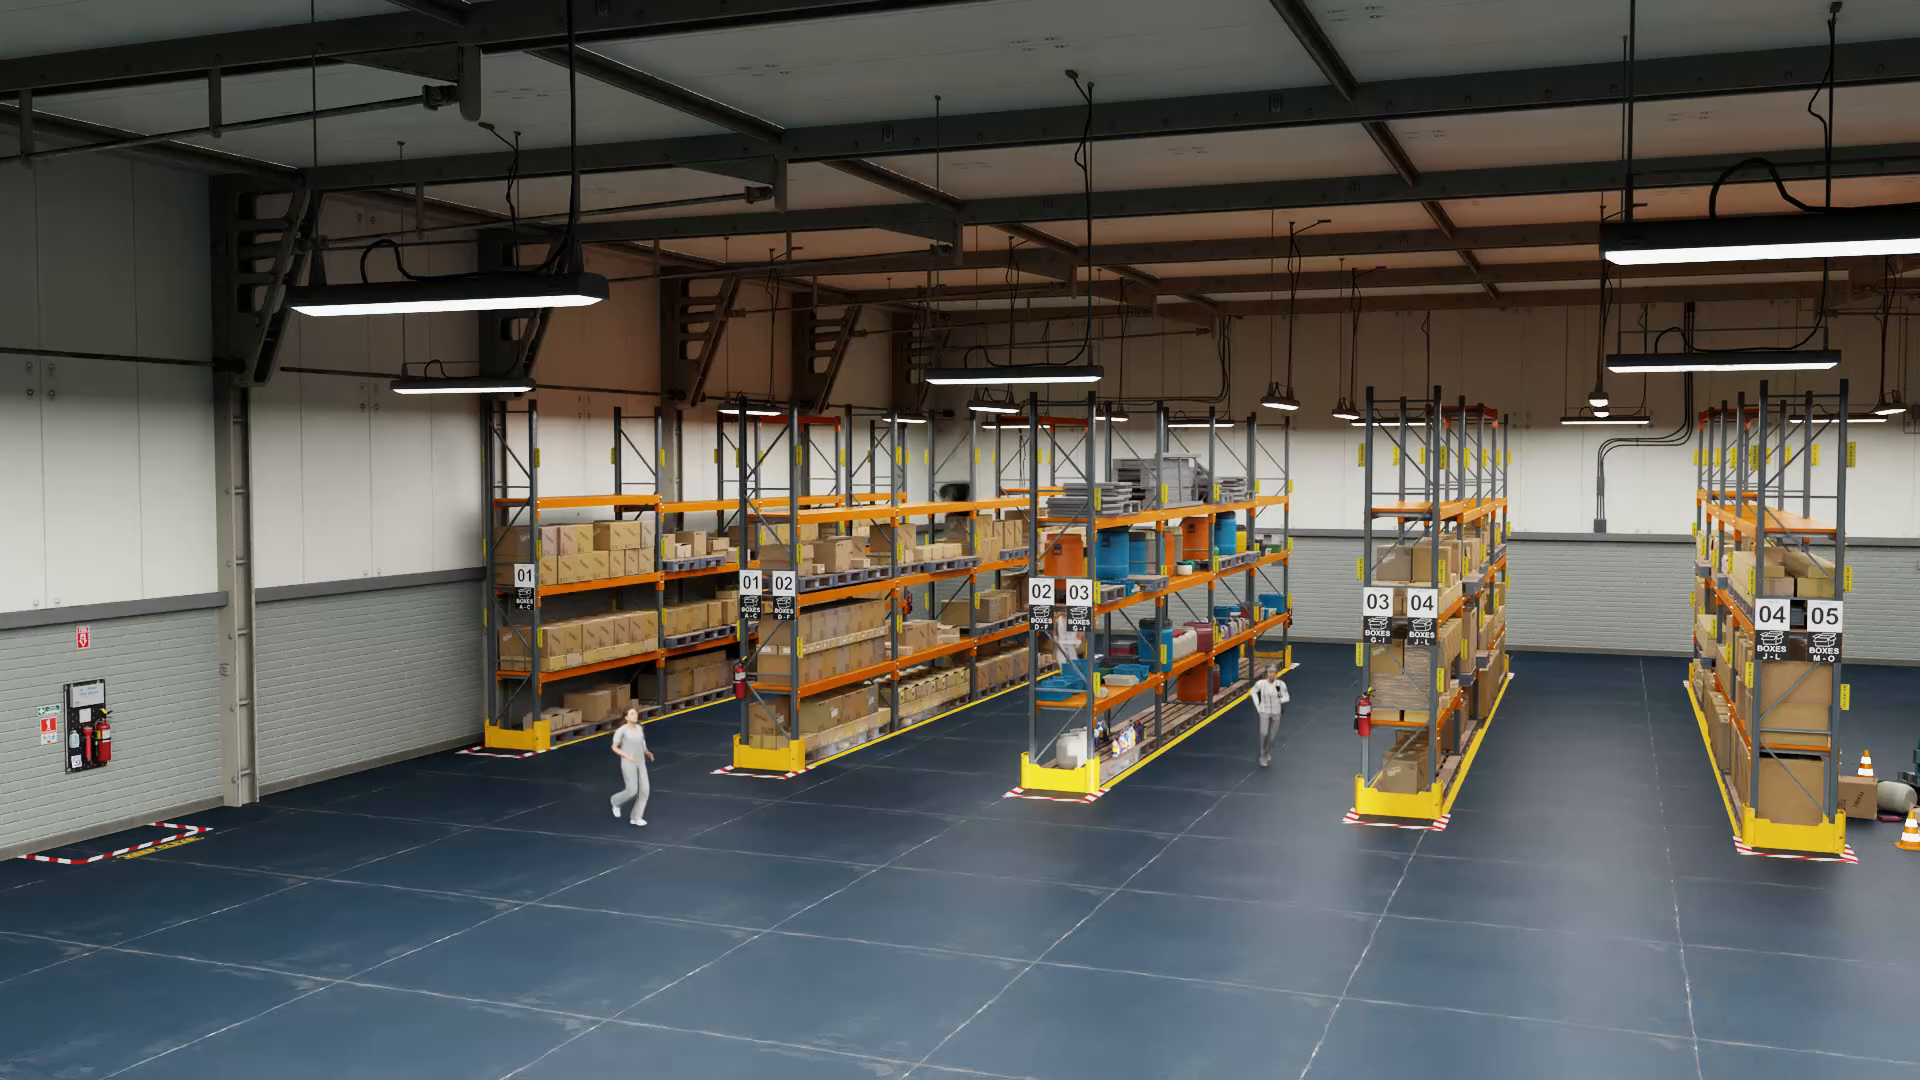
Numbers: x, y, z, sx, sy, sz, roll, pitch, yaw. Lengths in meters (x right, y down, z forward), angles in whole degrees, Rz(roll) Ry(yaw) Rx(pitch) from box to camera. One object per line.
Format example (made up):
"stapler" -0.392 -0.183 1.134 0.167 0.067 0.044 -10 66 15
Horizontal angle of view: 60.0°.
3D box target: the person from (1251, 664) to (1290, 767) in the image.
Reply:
"person" 5.043 2.835 26.993 0.600 1.681 0.707 0 3 5

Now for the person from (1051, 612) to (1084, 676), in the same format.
"person" 2.213 2.165 34.302 0.688 1.741 0.664 1 3 14

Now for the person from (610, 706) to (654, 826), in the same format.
"person" -4.492 3.067 22.705 0.625 1.619 0.564 2 4 39
